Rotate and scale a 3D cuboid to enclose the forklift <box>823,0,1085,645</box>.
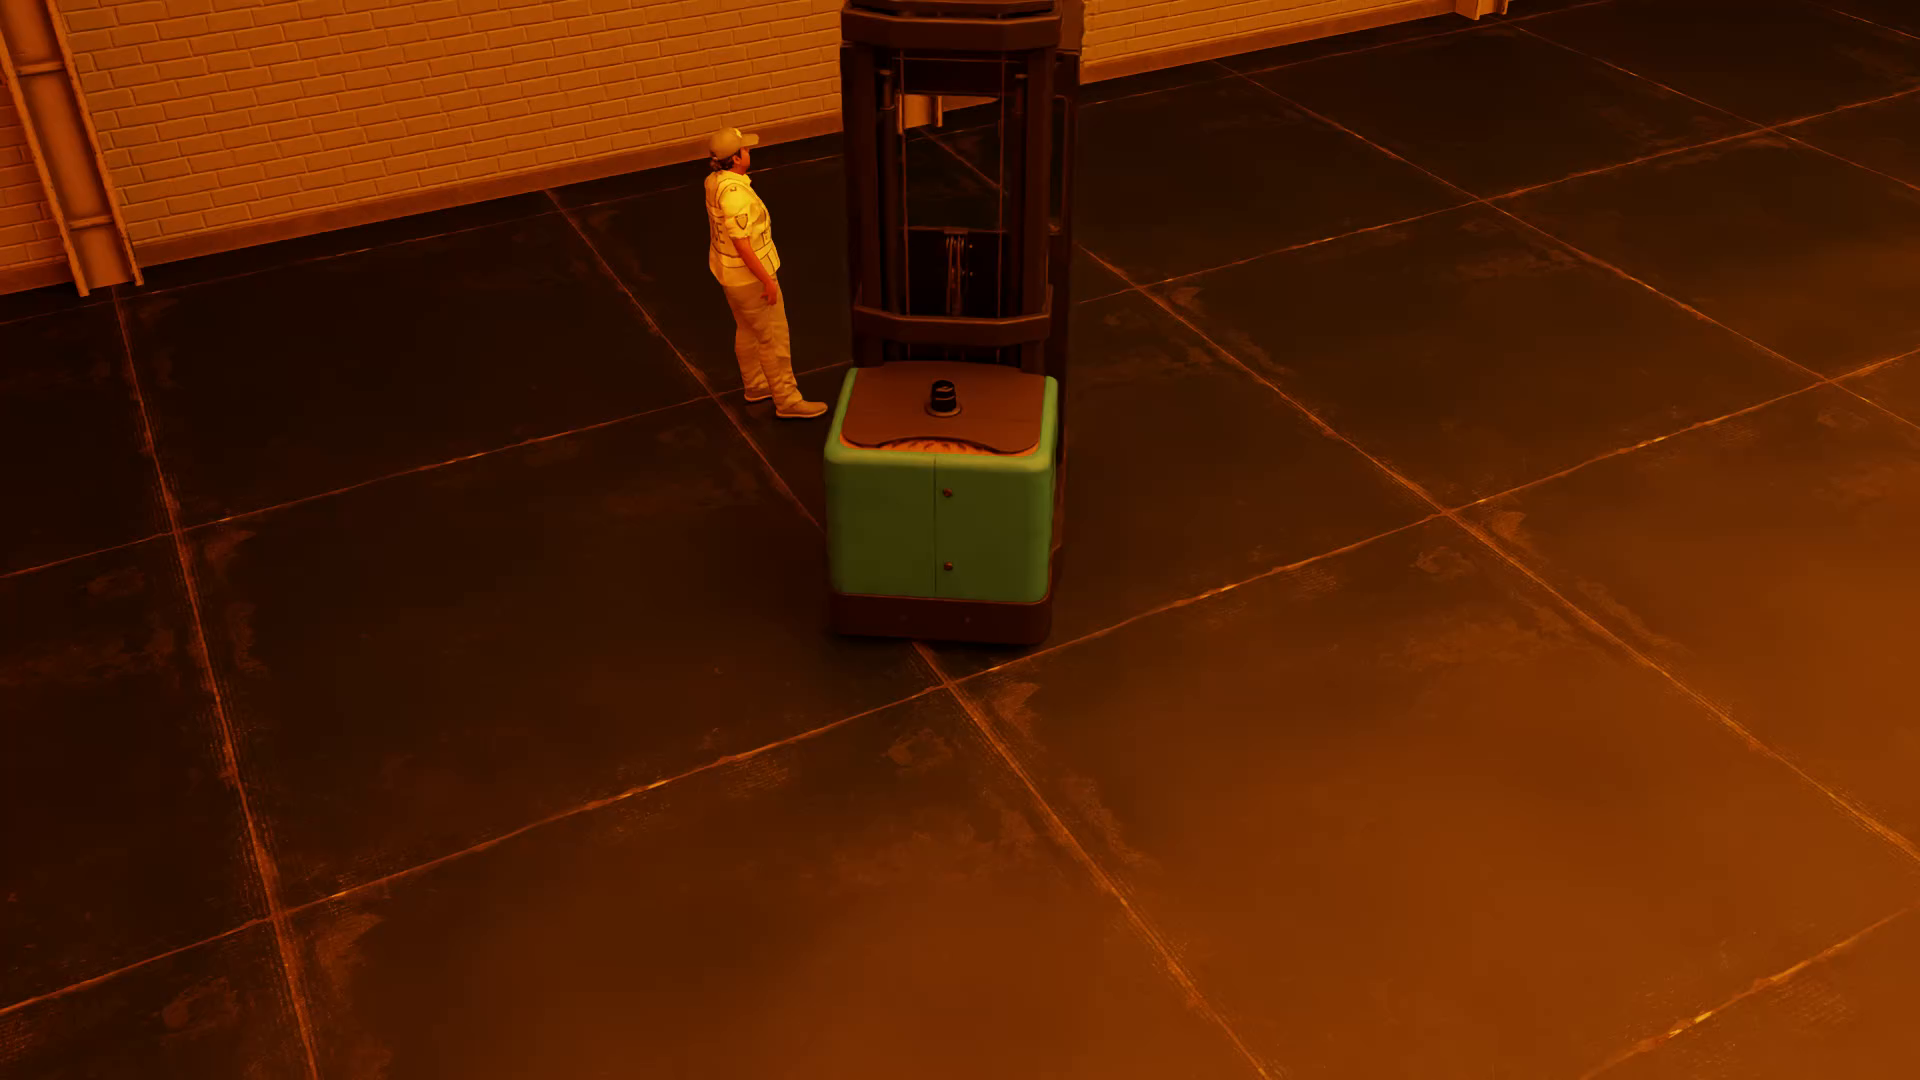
[{"bbox_3d":[0.022,-1.536,8.296,1.130,2.935,3.031,3,35,4],"label":"forklift"}]

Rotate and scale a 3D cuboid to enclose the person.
[{"bbox_3d":[-1.115,-1.506,9.336,0.529,1.670,0.598,-14,38,-19],"label":"person"}]
